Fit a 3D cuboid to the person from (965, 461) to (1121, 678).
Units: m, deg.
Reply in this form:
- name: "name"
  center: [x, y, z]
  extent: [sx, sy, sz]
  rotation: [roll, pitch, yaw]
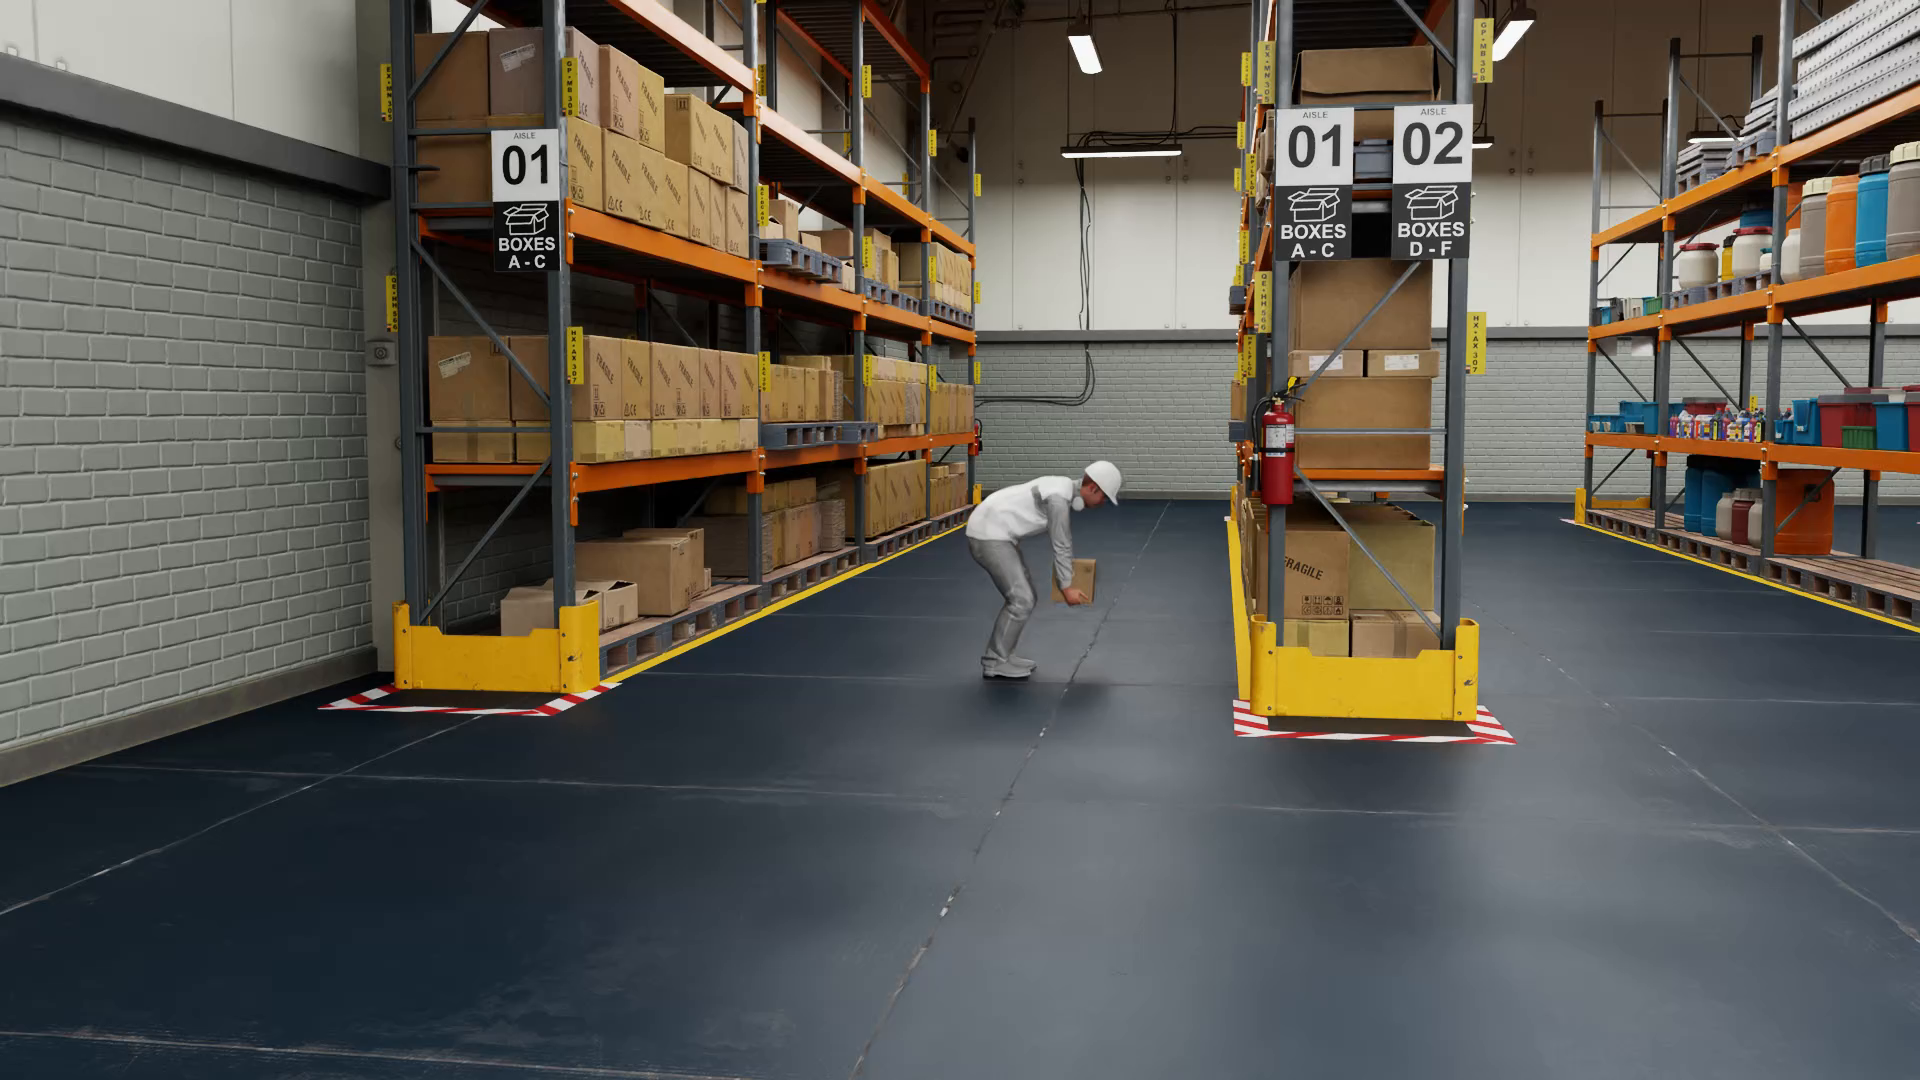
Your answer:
- name: "person"
  center: [0.509, 0.172, 10.215]
  extent: [0.949, 1.316, 0.475]
  rotation: [1, 4, 7]
